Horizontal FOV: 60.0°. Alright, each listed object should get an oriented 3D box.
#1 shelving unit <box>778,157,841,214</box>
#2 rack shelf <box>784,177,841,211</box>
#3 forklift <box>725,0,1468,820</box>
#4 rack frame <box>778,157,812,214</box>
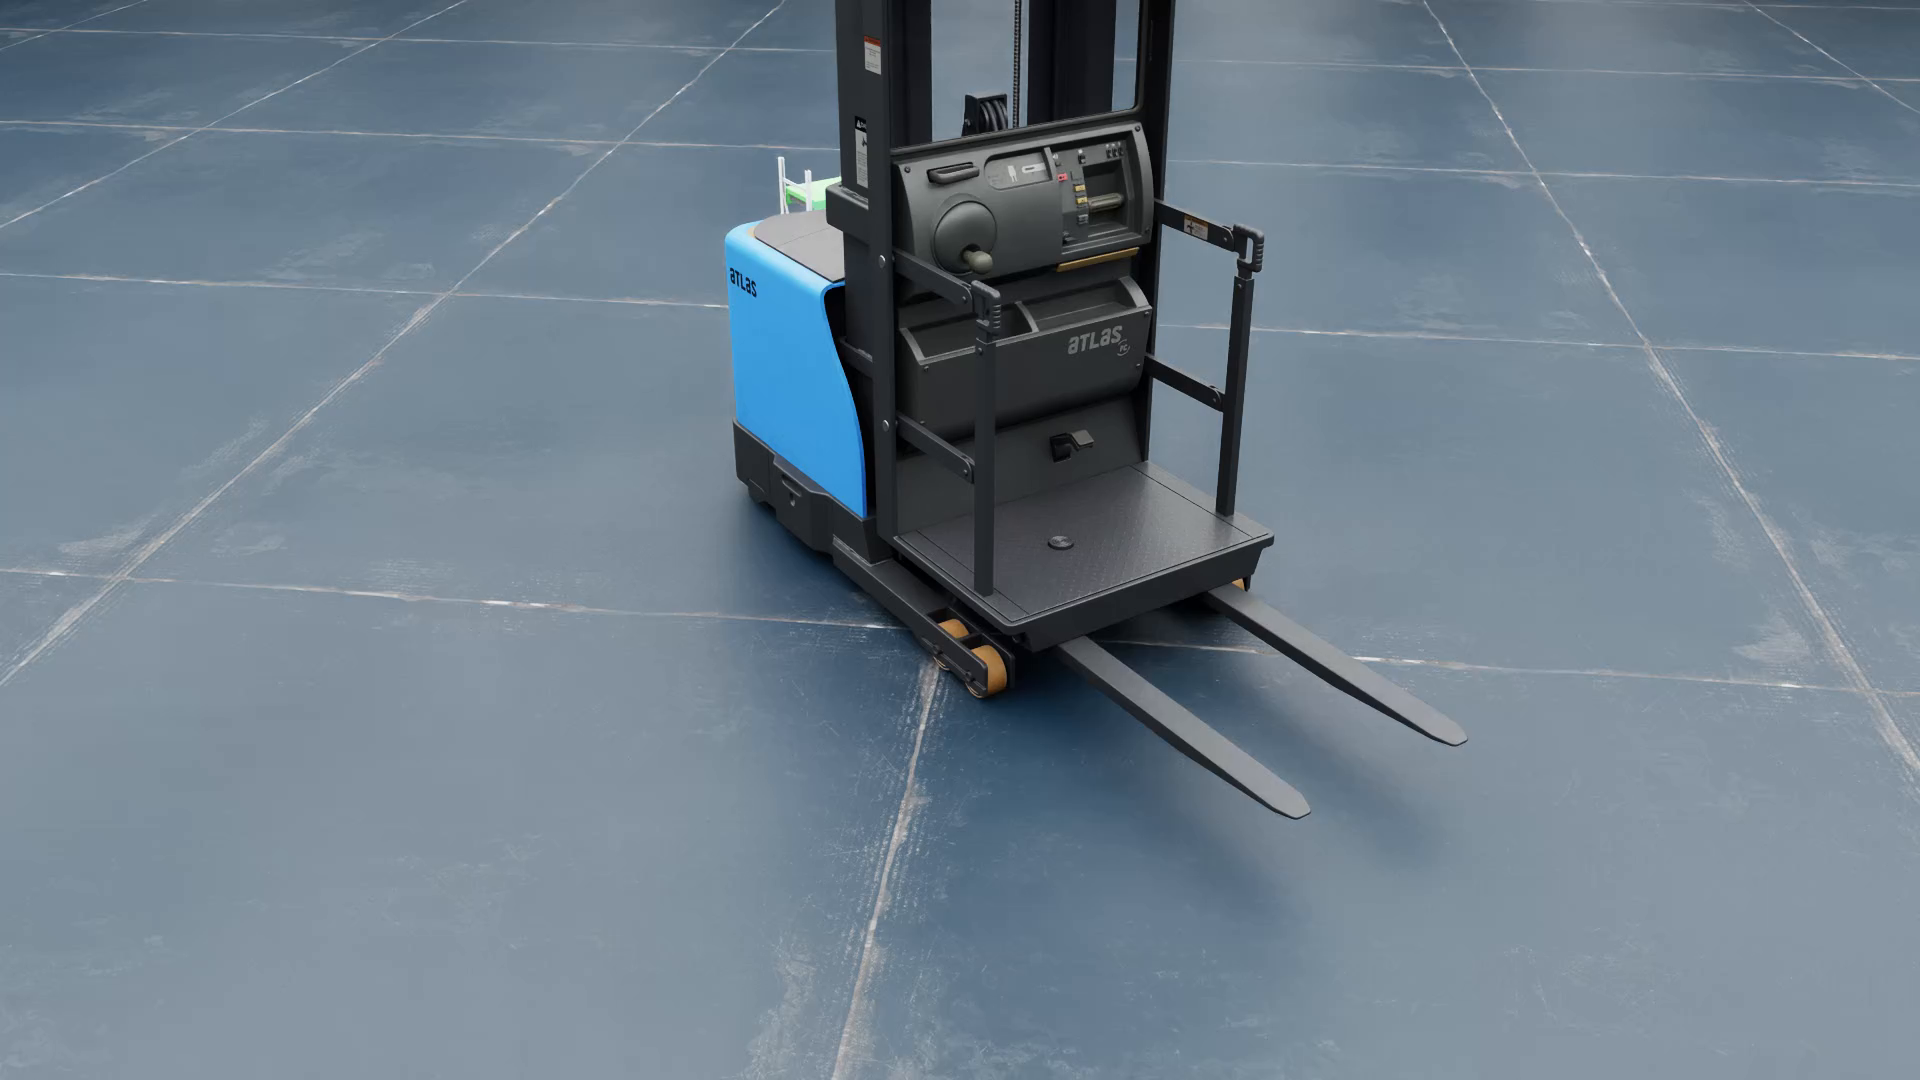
[{"bbox_3d":[-0.434,-0.982,6.808,0.503,1.200,0.258,-17,33,-29],"label":"shelving unit"},{"bbox_3d":[-0.434,-1.349,6.611,0.480,0.148,0.258,-17,33,-29],"label":"rack shelf"},{"bbox_3d":[0.341,-1.043,5.095,1.130,2.935,3.031,-17,33,-29],"label":"forklift"},{"bbox_3d":[-0.638,-0.919,6.691,0.015,1.200,0.240,-17,33,-29],"label":"rack frame"}]
